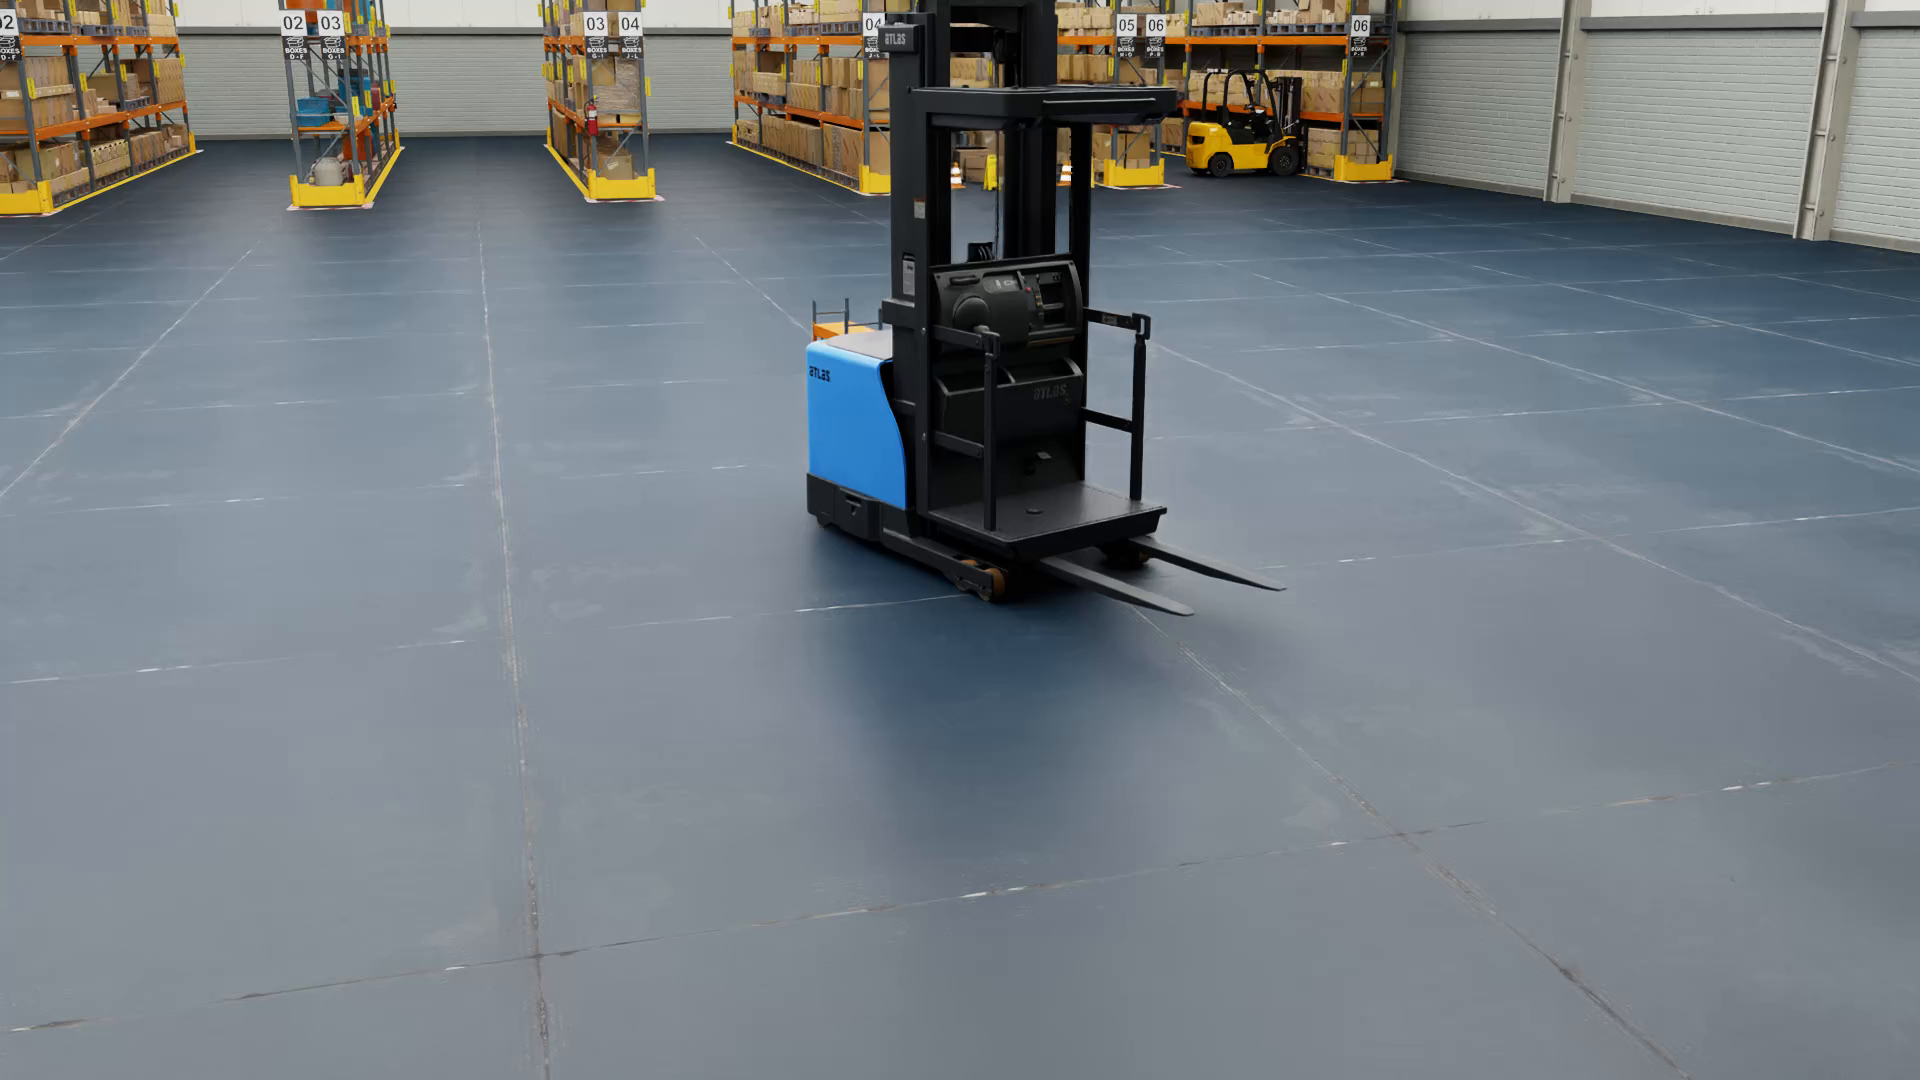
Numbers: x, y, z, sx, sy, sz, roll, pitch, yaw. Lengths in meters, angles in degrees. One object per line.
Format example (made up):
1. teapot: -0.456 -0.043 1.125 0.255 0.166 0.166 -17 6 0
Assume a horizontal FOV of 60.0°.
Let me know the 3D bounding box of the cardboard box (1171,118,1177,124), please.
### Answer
1. cardboard box: 5.525 -10.516 41.734 0.380 0.149 0.250 -6 18 -18

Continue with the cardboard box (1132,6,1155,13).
1. cardboard box: 3.534 -10.218 32.091 0.380 0.149 0.250 -5 17 -16

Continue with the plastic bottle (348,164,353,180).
1. plastic bottle: -11.420 -6.895 31.149 0.061 0.283 0.133 -5 17 -15

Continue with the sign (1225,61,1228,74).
1. sign: 6.541 -11.611 40.879 0.100 0.325 0.005 -5 17 -15

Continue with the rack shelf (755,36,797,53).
1. rack shelf: -4.044 -11.844 39.705 1.077 0.370 4.000 -5 17 -15

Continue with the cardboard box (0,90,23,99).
1. cardboard box: -15.519 -7.324 27.318 0.380 0.149 0.250 -5 17 -16

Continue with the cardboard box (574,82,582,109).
1. cardboard box: -7.024 -8.648 32.338 0.875 0.500 0.500 -5 17 -15

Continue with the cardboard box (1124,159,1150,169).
1. cardboard box: 3.480 -7.535 33.371 0.500 0.250 0.500 -5 17 -16

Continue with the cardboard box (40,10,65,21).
1. cardboard box: -16.878 -9.683 30.791 0.500 0.250 0.500 -3 17 -9

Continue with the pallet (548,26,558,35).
1. pallet: -9.605 -12.562 40.999 1.003 0.211 1.213 -5 17 -15

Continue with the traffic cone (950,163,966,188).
1. traffic cone: -0.077 -7.030 32.052 0.336 0.463 0.334 -5 17 -15

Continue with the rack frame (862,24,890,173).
1. rack frame: -1.296 -7.986 30.824 1.000 3.000 0.127 -5 17 -15

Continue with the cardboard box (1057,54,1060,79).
1. cardboard box: 2.368 -9.899 34.764 0.700 0.500 0.500 -5 17 -15

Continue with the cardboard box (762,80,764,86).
1. cardboard box: -4.562 -11.021 40.117 0.380 0.149 0.250 -5 17 -16

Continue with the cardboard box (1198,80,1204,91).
1. cardboard box: 6.032 -10.899 39.912 0.500 0.250 0.500 -4 17 -14

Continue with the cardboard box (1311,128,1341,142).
1. cardboard box: 7.635 -8.405 34.532 0.500 0.250 0.500 -4 17 -14

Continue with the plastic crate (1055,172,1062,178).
1. plastic crate: 1.979 -7.614 34.662 0.402 0.080 0.583 -12 20 -34

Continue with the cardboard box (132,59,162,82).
1. cardboard box: -18.775 -10.838 38.408 0.500 0.500 0.500 -4 17 -14

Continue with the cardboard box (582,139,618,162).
1. cardboard box: -7.607 -8.202 35.122 0.700 0.500 0.500 -6 18 -20

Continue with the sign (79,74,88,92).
1. sign: -16.185 -8.443 30.703 0.100 0.325 0.005 -5 17 -15

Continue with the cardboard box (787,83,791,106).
1. cardboard box: -3.631 -10.101 37.692 0.500 0.500 0.500 -5 17 -15

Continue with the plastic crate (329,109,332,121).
1. plastic crate: -11.853 -7.837 30.698 0.450 0.188 0.662 -5 17 -15

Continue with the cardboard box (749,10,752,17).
1. cardboard box: -5.133 -13.302 42.006 0.380 0.149 0.250 -5 17 -15

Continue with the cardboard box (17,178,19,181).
1. cardboard box: -16.199 -5.986 28.216 0.500 0.250 0.500 -5 17 -15

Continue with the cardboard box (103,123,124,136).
1. cardboard box: -18.605 -8.963 36.354 0.500 0.250 0.500 -5 17 -16

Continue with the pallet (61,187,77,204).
1. pallet: -16.201 -6.049 29.224 1.003 0.211 1.213 -5 17 -15

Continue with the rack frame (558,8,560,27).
1. rack frame: -8.291 -12.708 36.116 1.000 3.000 0.127 -5 17 -15

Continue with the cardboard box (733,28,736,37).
1. cardboard box: -5.815 -13.632 44.667 0.500 0.250 0.500 -4 17 -13

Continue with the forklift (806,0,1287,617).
1. forklift: 0.387 -1.254 8.533 1.130 2.935 3.031 -12 21 -35

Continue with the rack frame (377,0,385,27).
1. rack frame: -15.252 -14.529 42.179 1.000 3.000 0.127 -5 17 -15

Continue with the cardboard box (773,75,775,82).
1. cardboard box: -4.137 -10.734 38.644 0.380 0.149 0.250 -5 17 -16

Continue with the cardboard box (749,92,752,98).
1. cardboard box: -5.240 -11.533 43.068 0.380 0.149 0.250 -5 18 -18

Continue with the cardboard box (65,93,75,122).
1. cardboard box: -16.590 -7.872 30.270 0.700 0.500 0.500 -5 17 -17

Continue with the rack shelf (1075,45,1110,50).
1. rack shelf: 4.360 -13.763 46.094 1.077 0.370 4.000 -5 17 -15

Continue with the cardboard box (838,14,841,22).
1. cardboard box: -2.132 -10.038 31.976 0.380 0.149 0.250 -4 17 -15

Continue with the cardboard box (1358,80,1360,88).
1. cardboard box: 8.234 -9.335 34.013 0.380 0.149 0.250 -5 17 -15

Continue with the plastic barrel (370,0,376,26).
1. plastic barrel: -13.707 -12.041 38.052 0.600 0.588 0.600 0 17 0

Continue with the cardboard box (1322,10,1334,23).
1. cardboard box: 7.618 -10.695 33.960 0.396 0.266 0.258 -5 17 -15

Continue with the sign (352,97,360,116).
1. sign: -10.325 -7.405 28.409 0.100 0.325 0.005 -5 17 -15

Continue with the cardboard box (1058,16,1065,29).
1. cardboard box: 2.345 -10.734 34.501 0.500 0.250 0.500 -5 17 -16

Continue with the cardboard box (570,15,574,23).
1. cardboard box: -7.399 -10.170 32.448 0.380 0.149 0.250 -5 17 -17

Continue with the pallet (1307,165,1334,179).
1. pallet: 7.957 -7.672 34.624 1.003 0.211 1.213 -5 17 -15

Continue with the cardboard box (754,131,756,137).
1. cardboard box: -5.072 -10.419 42.634 0.380 0.149 0.250 -6 18 -18

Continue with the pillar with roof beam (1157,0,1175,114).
1. pillar with roof beam: 1.445 -14.915 43.462 9.100 9.000 0.400 -5 17 -15

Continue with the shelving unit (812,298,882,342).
1. shelving unit: -0.682 -0.839 10.160 0.258 1.200 0.503 -8 19 -26

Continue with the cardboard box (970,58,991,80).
1. cardboard box: 0.565 -11.546 40.765 0.500 0.500 0.500 -5 17 -15

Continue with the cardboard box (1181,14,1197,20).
1. cardboard box: 5.630 -12.782 40.625 0.380 0.149 0.250 -4 17 -13

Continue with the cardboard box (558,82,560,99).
1. cardboard box: -9.081 -10.422 38.760 0.500 0.500 0.500 -4 17 -14

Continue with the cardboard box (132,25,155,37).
1. cardboard box: -18.812 -11.678 38.161 0.500 0.250 0.500 -5 17 -15

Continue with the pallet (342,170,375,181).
1. pallet: -12.207 -7.215 33.106 1.003 0.211 1.213 -5 17 -15

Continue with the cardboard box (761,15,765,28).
1. cardboard box: -4.554 -12.640 40.530 0.500 0.311 0.500 -5 17 -16
